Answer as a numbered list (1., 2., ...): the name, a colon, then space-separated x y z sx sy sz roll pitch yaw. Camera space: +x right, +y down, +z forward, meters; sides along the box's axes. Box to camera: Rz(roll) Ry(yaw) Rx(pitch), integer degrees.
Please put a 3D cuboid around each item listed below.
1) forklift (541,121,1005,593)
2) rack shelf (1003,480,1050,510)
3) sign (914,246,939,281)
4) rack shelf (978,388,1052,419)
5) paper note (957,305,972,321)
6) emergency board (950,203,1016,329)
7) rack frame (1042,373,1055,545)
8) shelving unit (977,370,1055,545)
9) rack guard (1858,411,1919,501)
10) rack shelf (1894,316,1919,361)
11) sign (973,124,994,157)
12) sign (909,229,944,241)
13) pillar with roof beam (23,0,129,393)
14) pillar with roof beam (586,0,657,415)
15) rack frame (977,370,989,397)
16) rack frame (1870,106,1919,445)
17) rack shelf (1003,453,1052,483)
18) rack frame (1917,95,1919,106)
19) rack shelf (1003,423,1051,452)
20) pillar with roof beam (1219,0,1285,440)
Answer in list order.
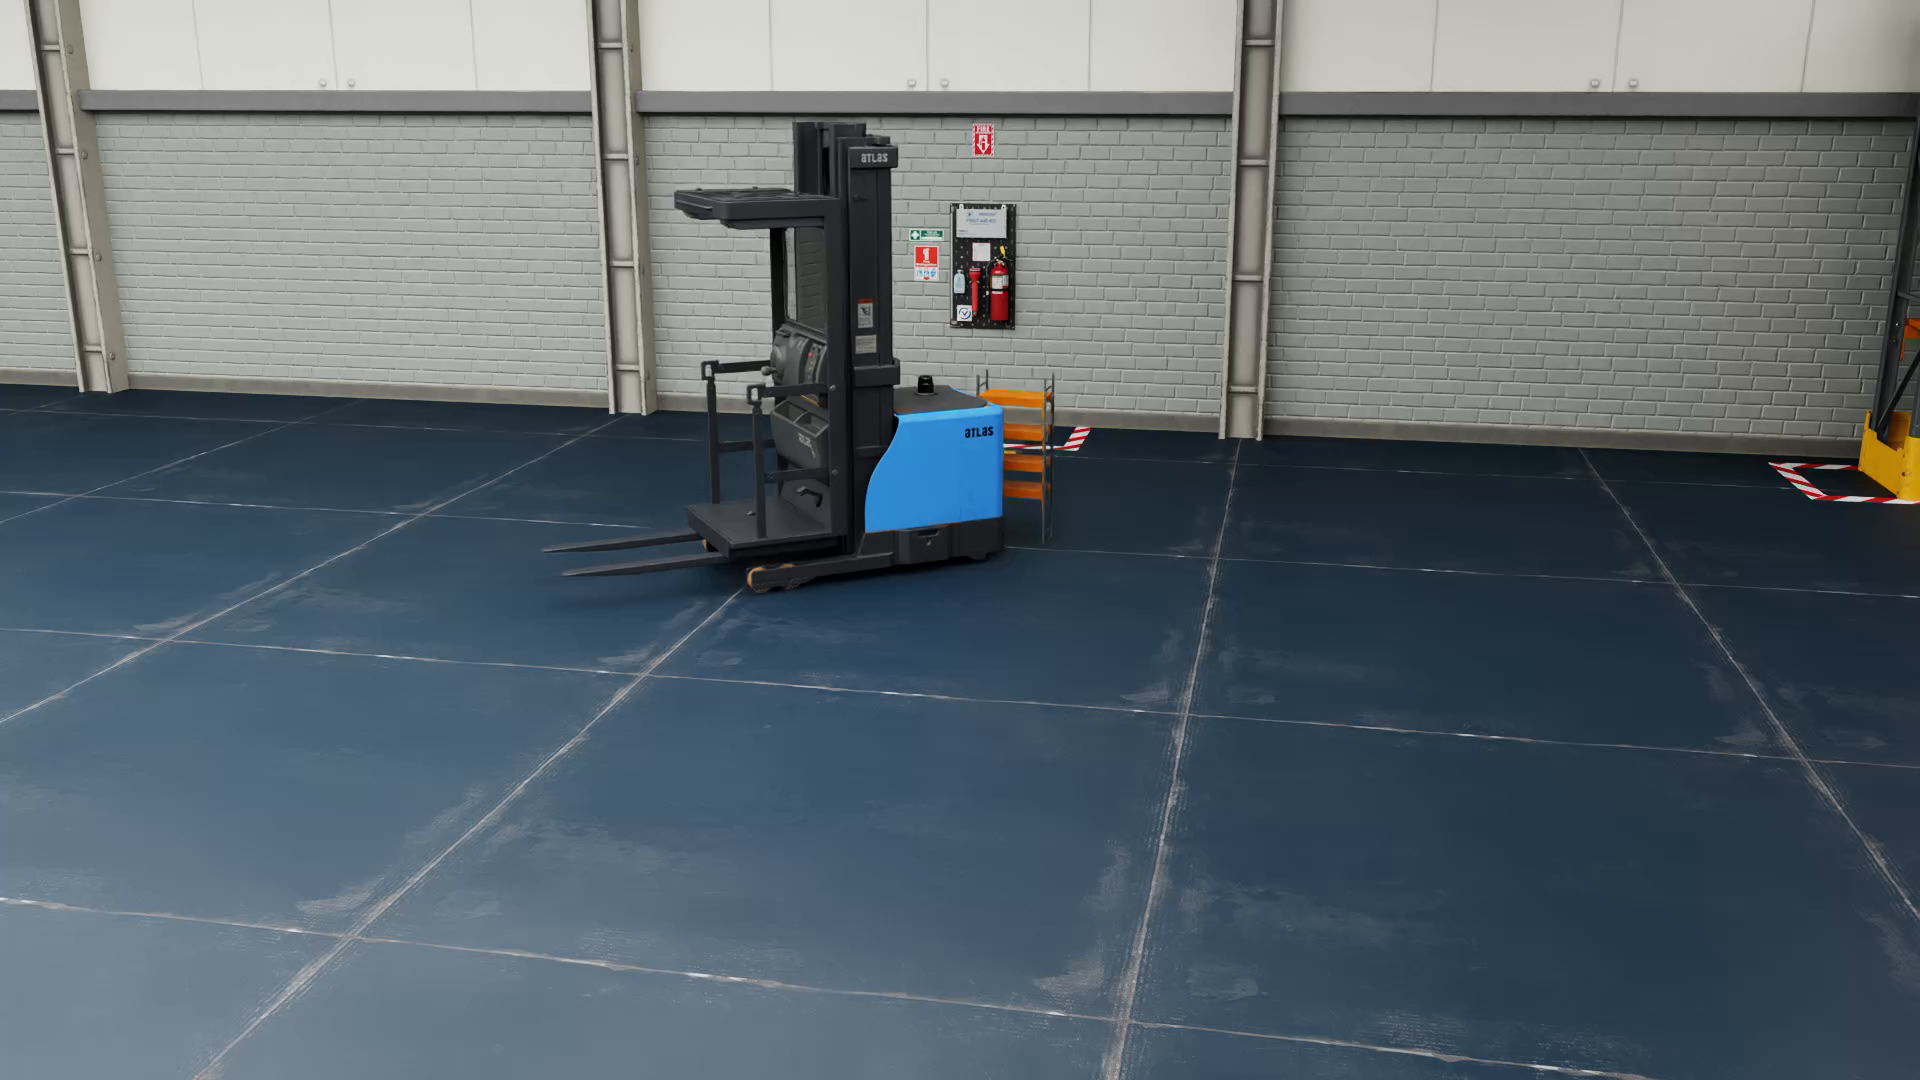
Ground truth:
1. forklift: -1.248 -1.230 10.941 3.031 2.935 1.130 -7 17 -24
2. rack shelf: 0.394 -0.334 11.948 0.480 0.148 0.258 5 16 17
3. sign: -0.319 -2.628 15.792 0.234 0.329 0.001 3 16 11
4. rack shelf: 0.394 -0.969 11.772 0.480 0.148 0.258 5 16 17
5. paper note: 0.043 -2.157 15.810 0.142 0.148 0.016 3 16 11
6. emergency board: 0.203 -2.554 15.593 0.643 1.169 0.194 3 16 11
7. rack frame: 0.627 -0.571 11.806 0.015 1.200 0.240 5 16 17
8. shelving unit: 0.394 -0.591 11.877 0.503 1.200 0.258 5 16 17
9. rack guard: 7.713 -0.696 13.567 0.348 0.500 1.175 3 16 11
10. rack shelf: 9.598 -1.451 12.959 4.000 0.370 1.077 3 16 11
11. sign: 0.215 -3.698 15.379 0.199 0.298 0.001 3 16 11
12. sign: -0.316 -2.880 15.712 0.331 0.109 0.001 3 16 11
13. pillar with roof beam: -10.000 -4.816 12.520 0.400 9.000 9.100 3 16 11
14. pillar with roof beam: -4.121 -4.497 11.368 0.400 9.000 9.100 3 16 11
15. rack frame: 0.161 -0.610 11.947 0.015 1.200 0.240 5 16 17
16. rack frame: 7.638 -1.904 13.247 0.127 3.000 1.000 3 16 11
17. rack shelf: 0.394 -0.526 11.895 0.480 0.148 0.258 5 16 17
18. rack frame: 7.638 -4.795 12.447 0.127 3.000 1.000 3 16 11
19. rack shelf: 0.394 -0.741 11.835 0.480 0.148 0.258 5 16 17
20. pillar with roof beam: 1.759 -4.177 10.216 0.400 9.000 9.100 3 16 11
